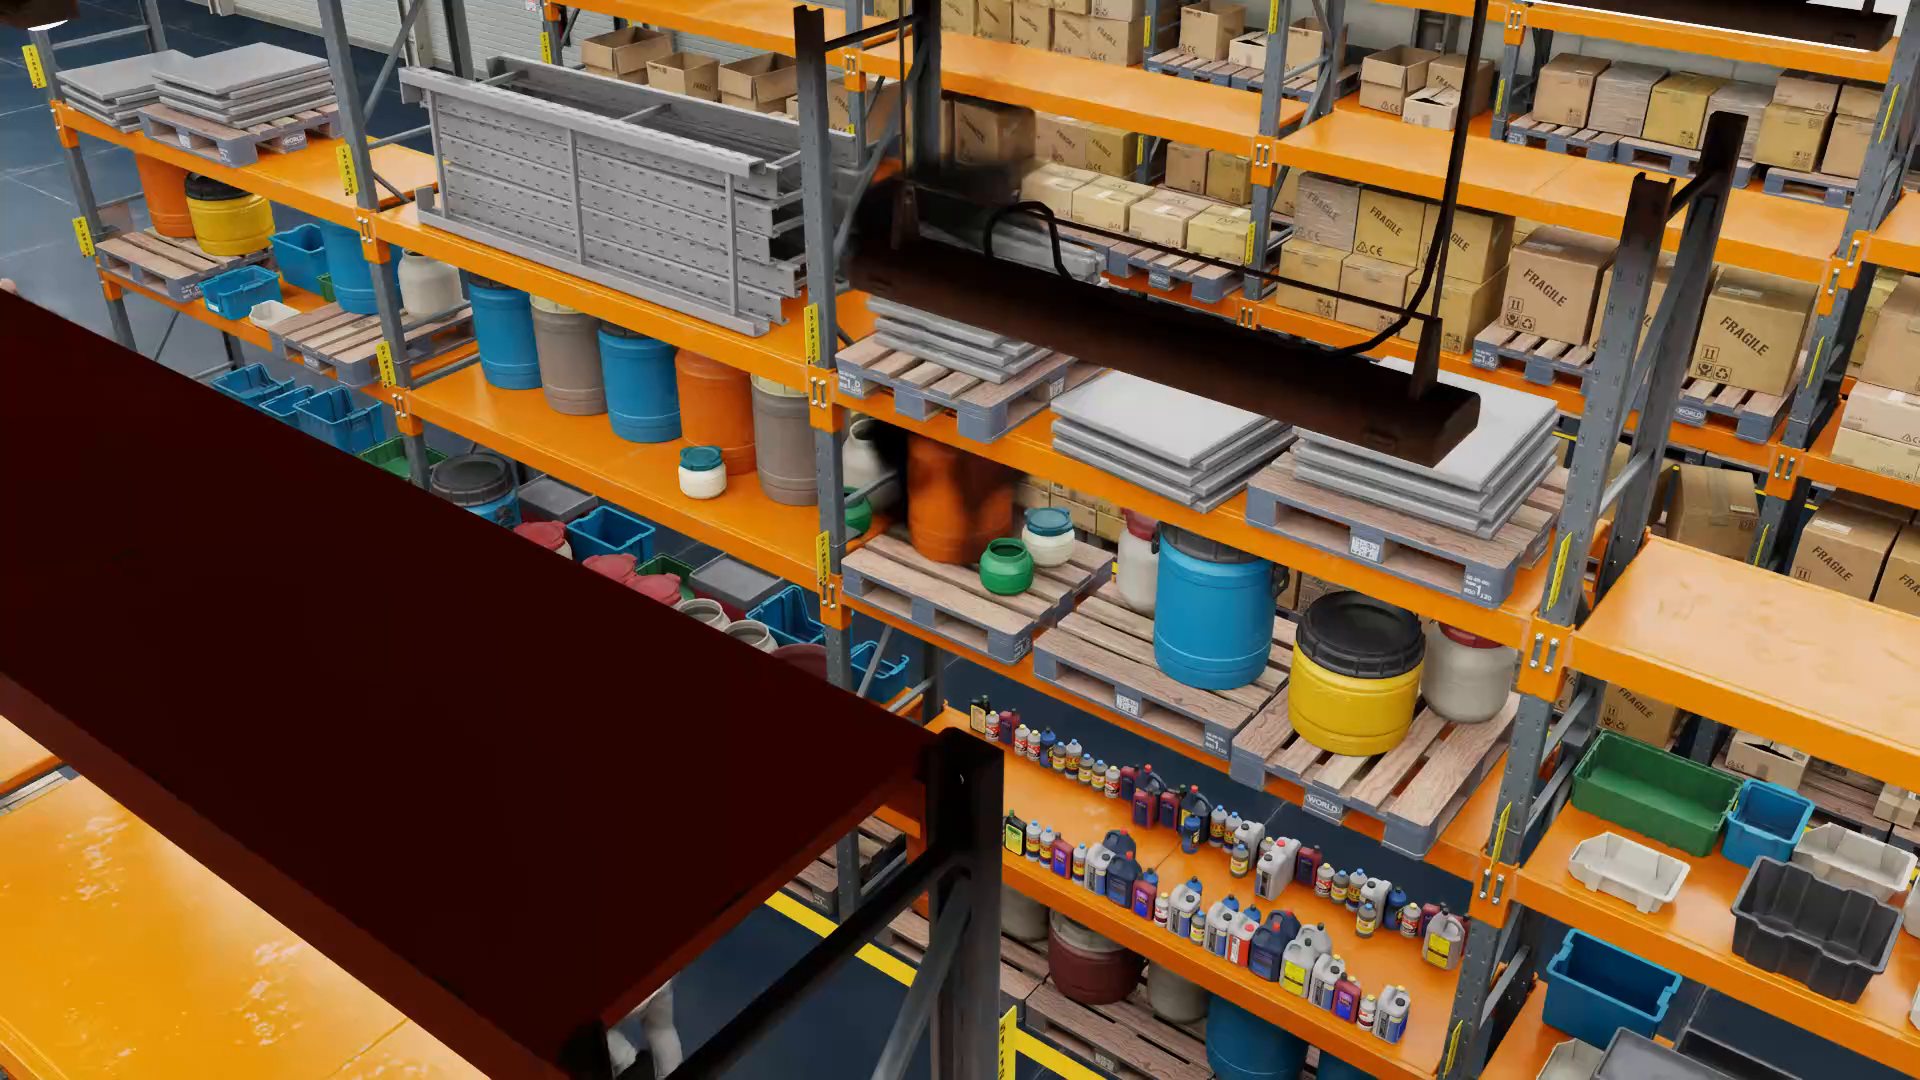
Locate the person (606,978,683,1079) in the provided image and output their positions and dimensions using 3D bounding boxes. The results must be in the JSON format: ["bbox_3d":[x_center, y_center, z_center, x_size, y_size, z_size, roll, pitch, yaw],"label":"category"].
[{"bbox_3d":[-1.834,2.411,9.134,0.667,1.810,0.658,19,36,28],"label":"person"}]

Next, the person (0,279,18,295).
[{"bbox_3d":[-9.310,-1.777,16.539,0.635,1.735,0.705,-18,36,-27],"label":"person"}]
